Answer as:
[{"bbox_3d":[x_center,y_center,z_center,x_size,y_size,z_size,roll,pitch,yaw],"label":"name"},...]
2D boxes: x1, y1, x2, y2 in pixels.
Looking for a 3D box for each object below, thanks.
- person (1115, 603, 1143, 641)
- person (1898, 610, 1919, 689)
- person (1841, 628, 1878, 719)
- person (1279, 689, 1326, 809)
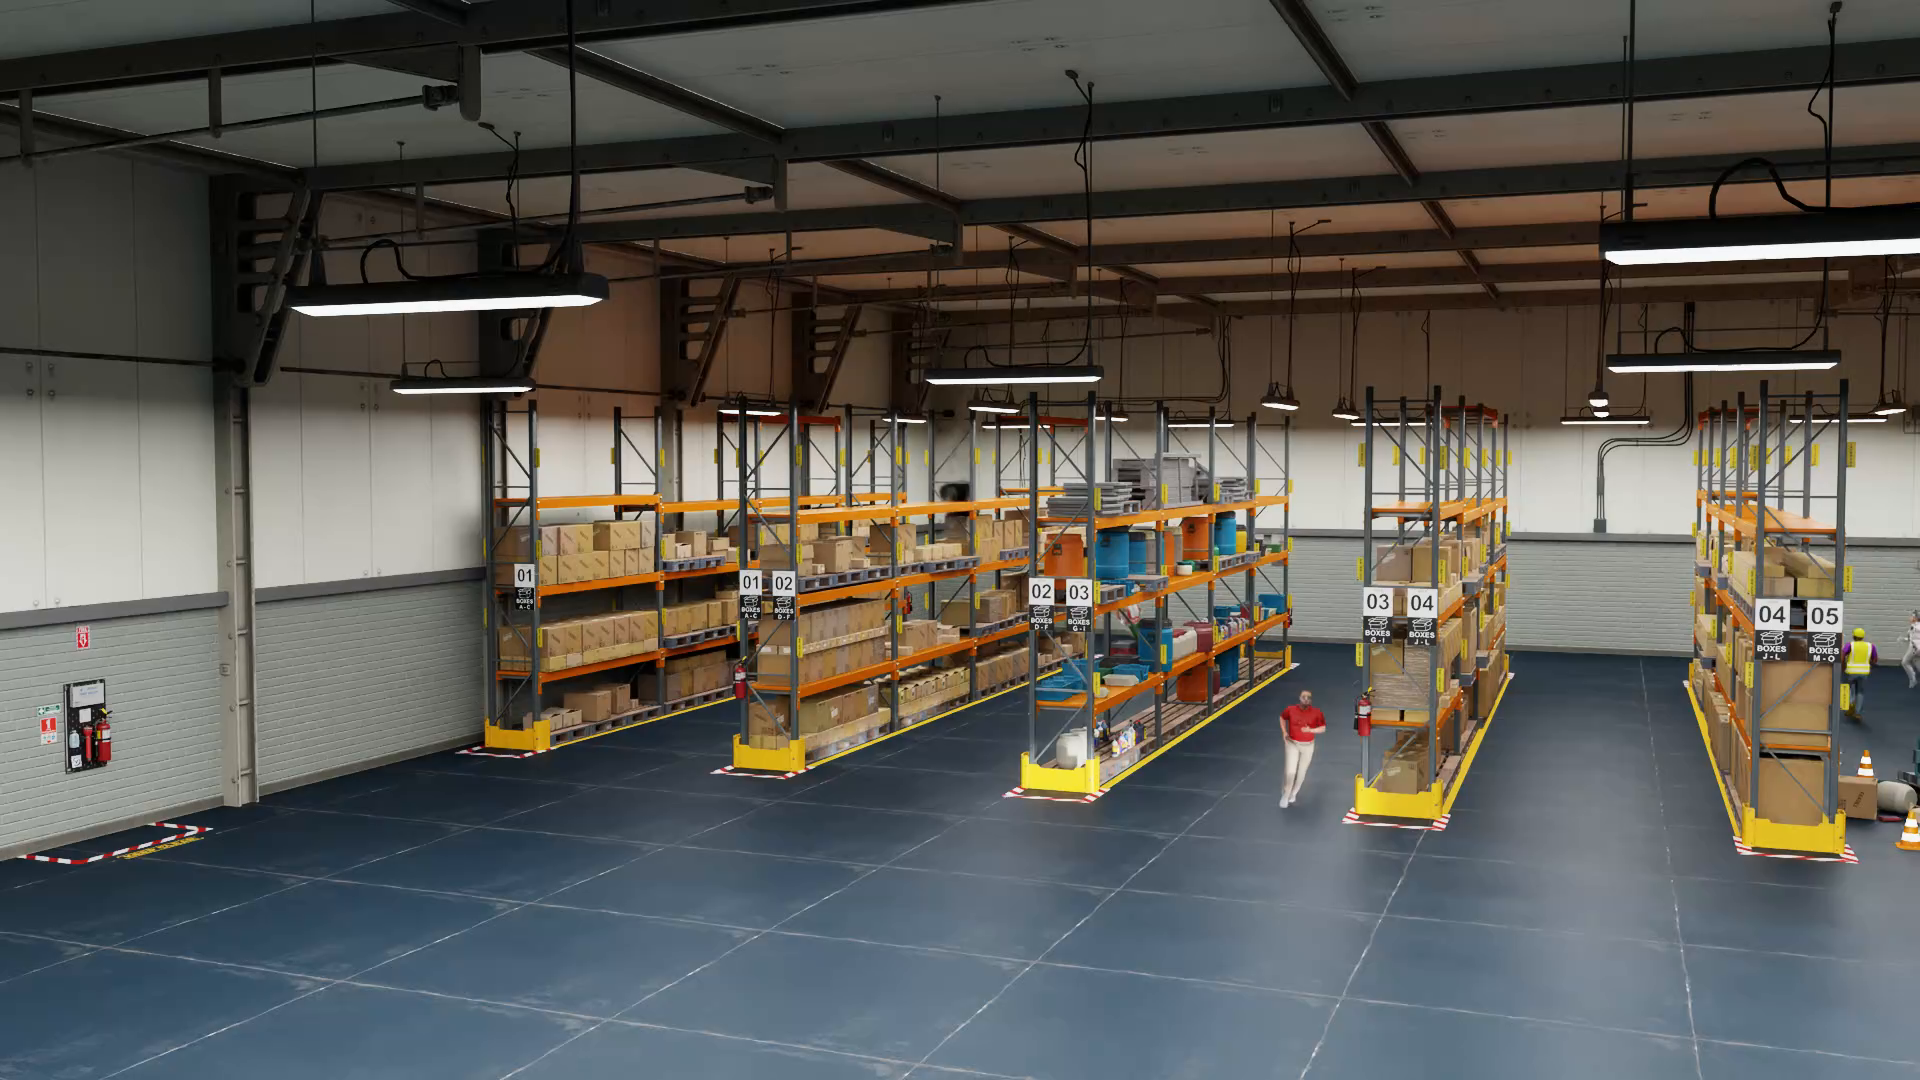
[{"bbox_3d":[4.381,2.103,41.899,0.768,1.693,0.791,-2,4,-39],"label":"person"},{"bbox_3d":[20.737,2.396,36.103,0.683,1.741,0.632,2,3,32],"label":"person"},{"bbox_3d":[17.210,2.550,31.906,0.688,1.723,0.695,1,3,16],"label":"person"},{"bbox_3d":[4.908,3.006,23.871,0.648,1.748,0.673,0,3,6],"label":"person"}]
